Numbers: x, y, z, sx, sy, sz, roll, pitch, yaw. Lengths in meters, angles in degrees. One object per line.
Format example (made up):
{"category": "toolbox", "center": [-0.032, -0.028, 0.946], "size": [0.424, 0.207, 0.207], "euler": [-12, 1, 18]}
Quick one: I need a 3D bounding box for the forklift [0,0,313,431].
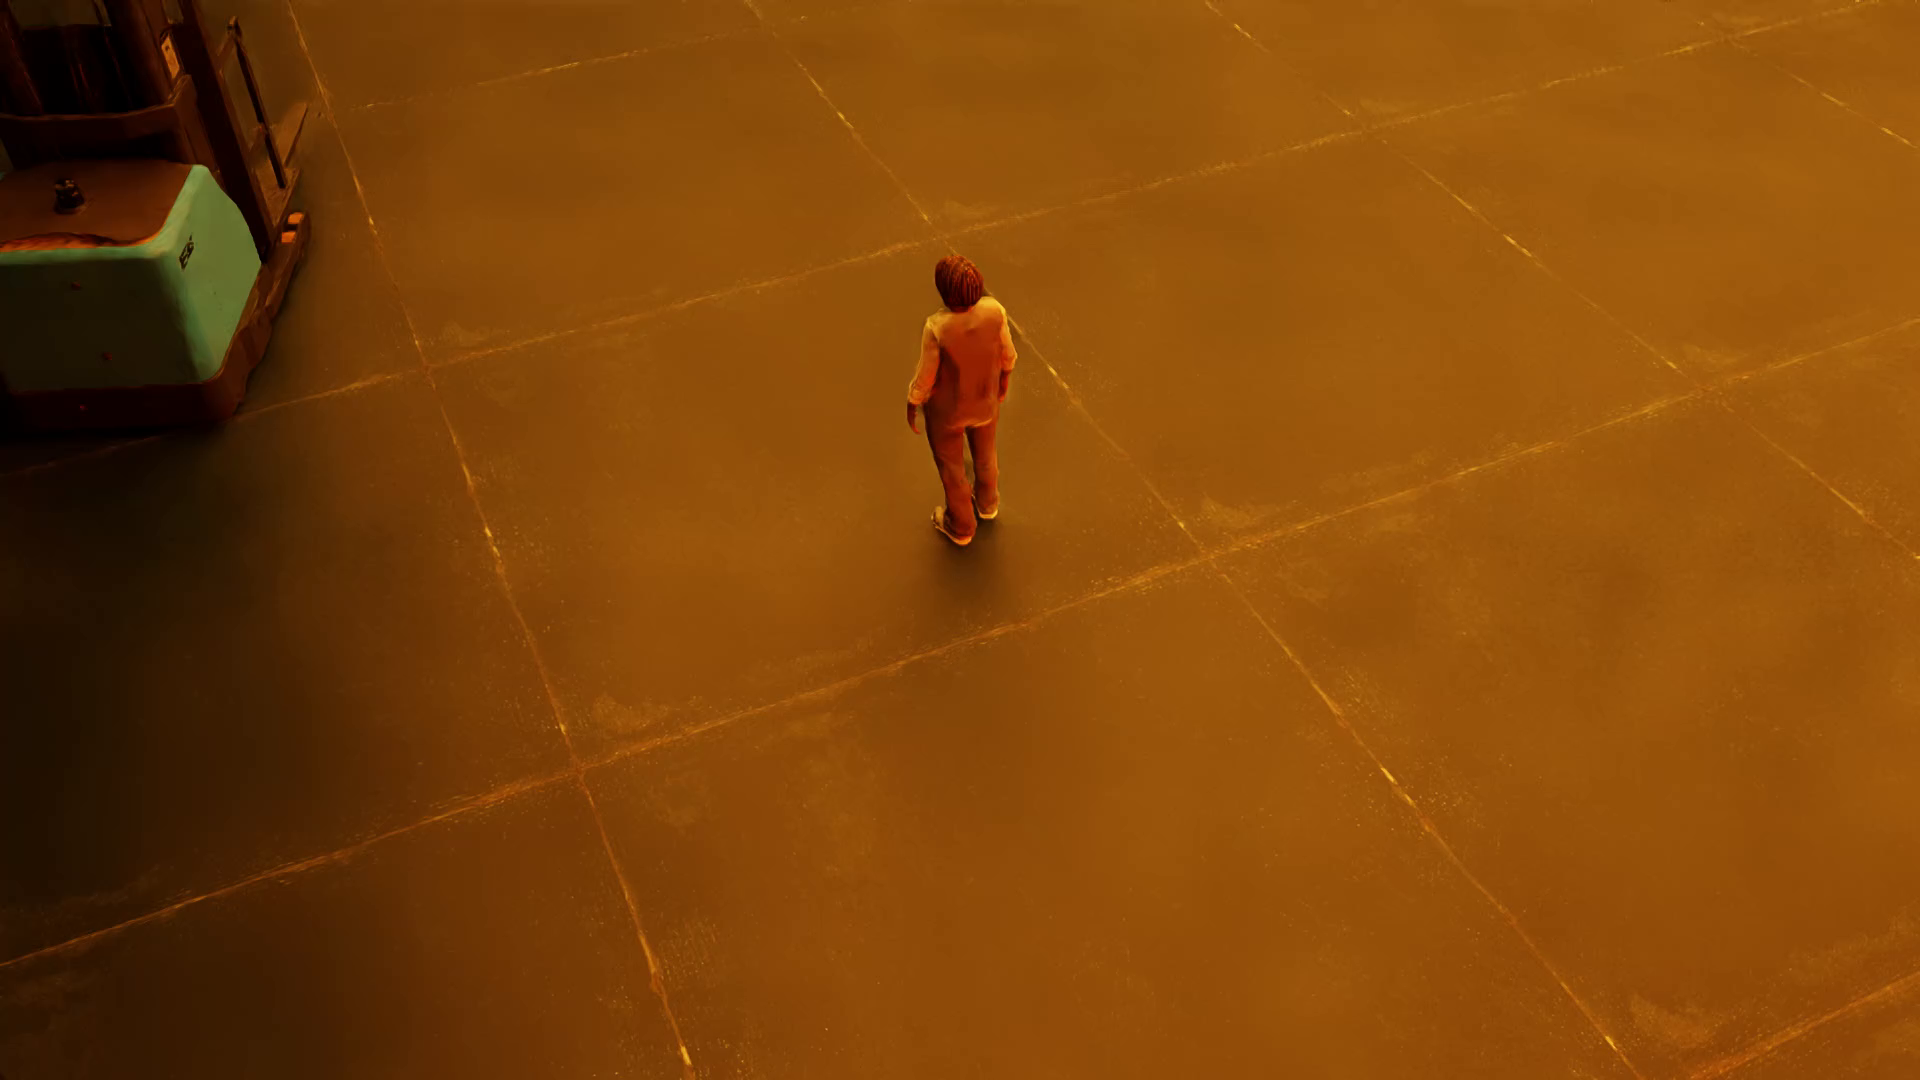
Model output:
{"category": "forklift", "center": [-4.316, -2.615, 8.483], "size": [1.130, 2.935, 3.031], "euler": [-3, 43, -4]}

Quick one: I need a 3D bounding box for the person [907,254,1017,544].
{"category": "person", "center": [-0.018, -0.634, 7.337], "size": [0.521, 1.583, 0.474], "euler": [-18, 46, -18]}
